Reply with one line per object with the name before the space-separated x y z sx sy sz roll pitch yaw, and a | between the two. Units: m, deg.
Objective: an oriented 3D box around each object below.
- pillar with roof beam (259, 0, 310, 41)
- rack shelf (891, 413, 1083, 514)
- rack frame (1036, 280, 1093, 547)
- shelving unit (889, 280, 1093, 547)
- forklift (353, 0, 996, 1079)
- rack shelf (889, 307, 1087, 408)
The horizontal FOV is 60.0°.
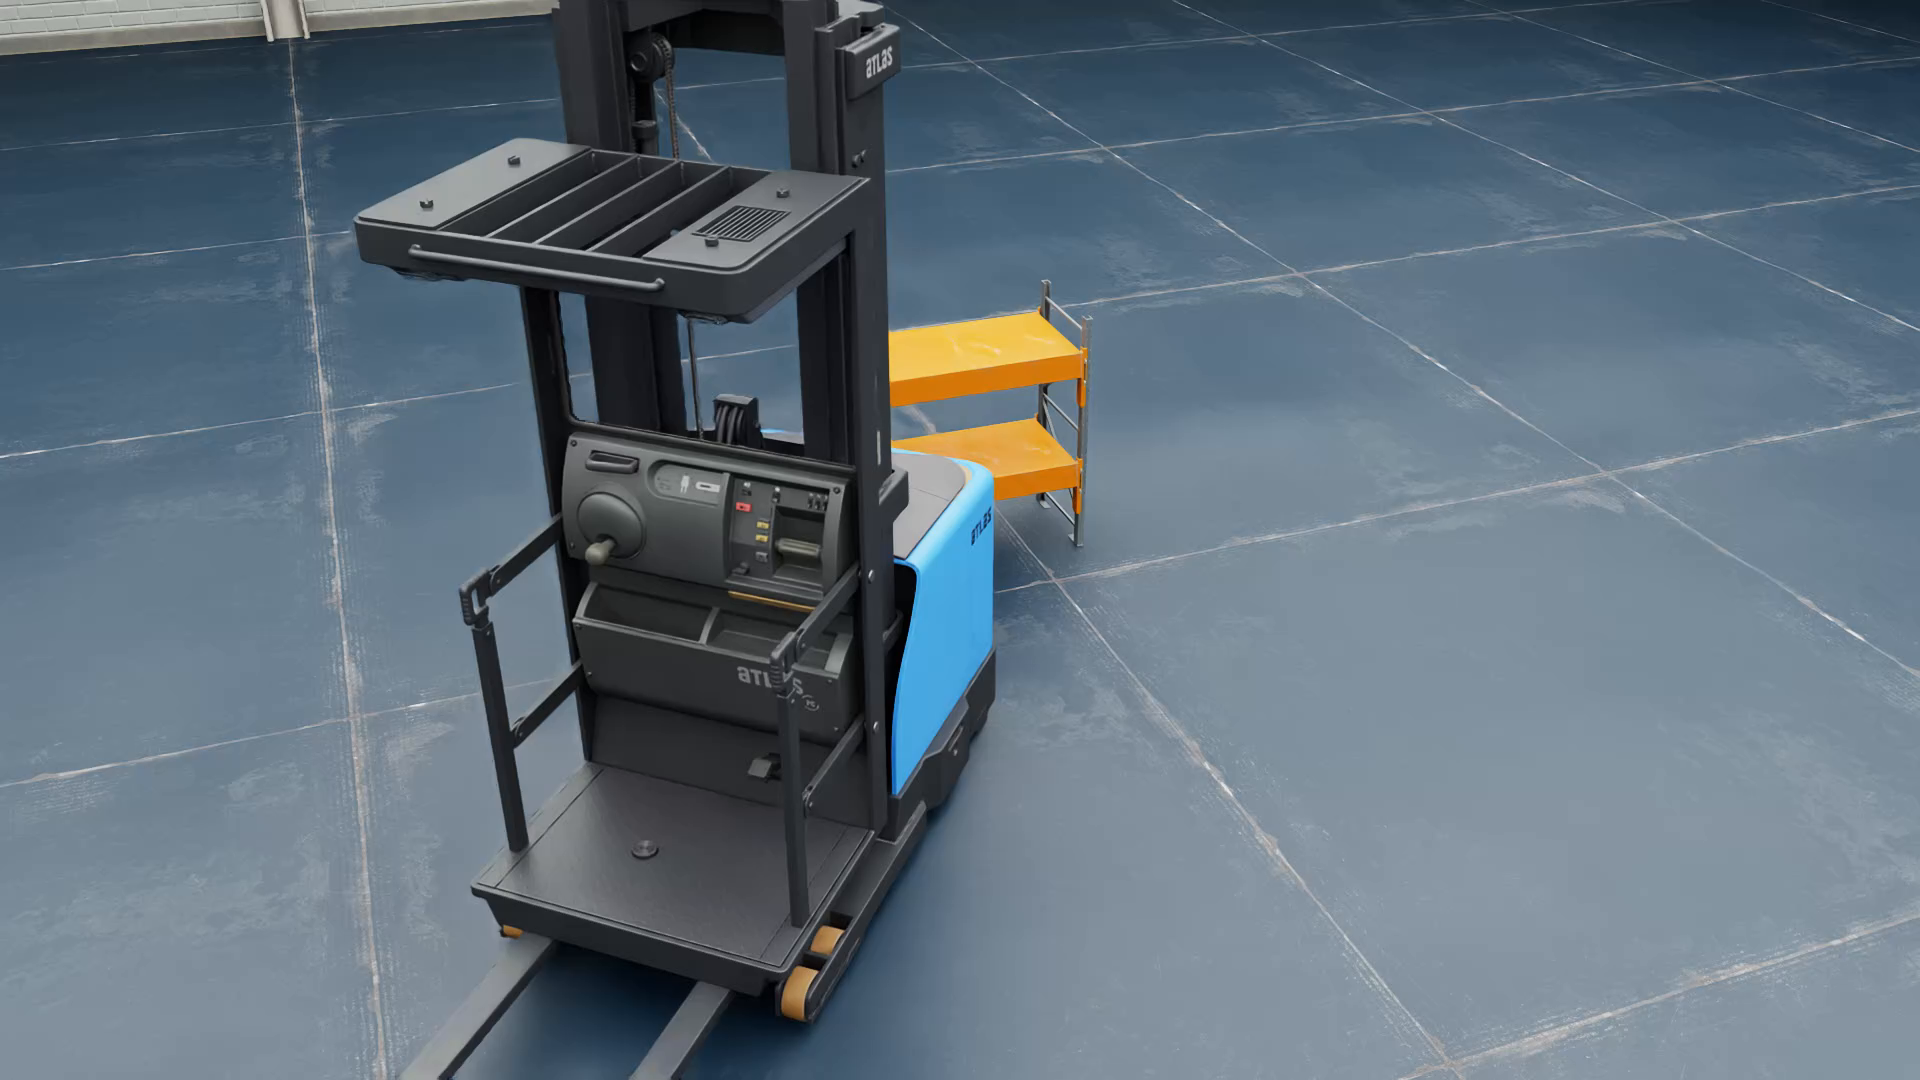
pillar with roof beam | -5.180 -6.928 10.819 0.400 9.000 9.100 -10 31 -18
rack shelf | -0.006 -0.275 7.591 1.000 0.278 0.538 -10 31 -18
rack frame | 0.470 -0.575 7.624 0.032 1.125 0.500 -10 31 -18
shelving unit | -0.006 -0.488 7.469 1.048 1.125 0.538 -10 31 -18
forklift | -0.851 -0.020 4.823 1.130 2.935 3.031 10 31 18
rack shelf | -0.006 -0.742 7.325 1.000 0.278 0.538 -10 31 -18
